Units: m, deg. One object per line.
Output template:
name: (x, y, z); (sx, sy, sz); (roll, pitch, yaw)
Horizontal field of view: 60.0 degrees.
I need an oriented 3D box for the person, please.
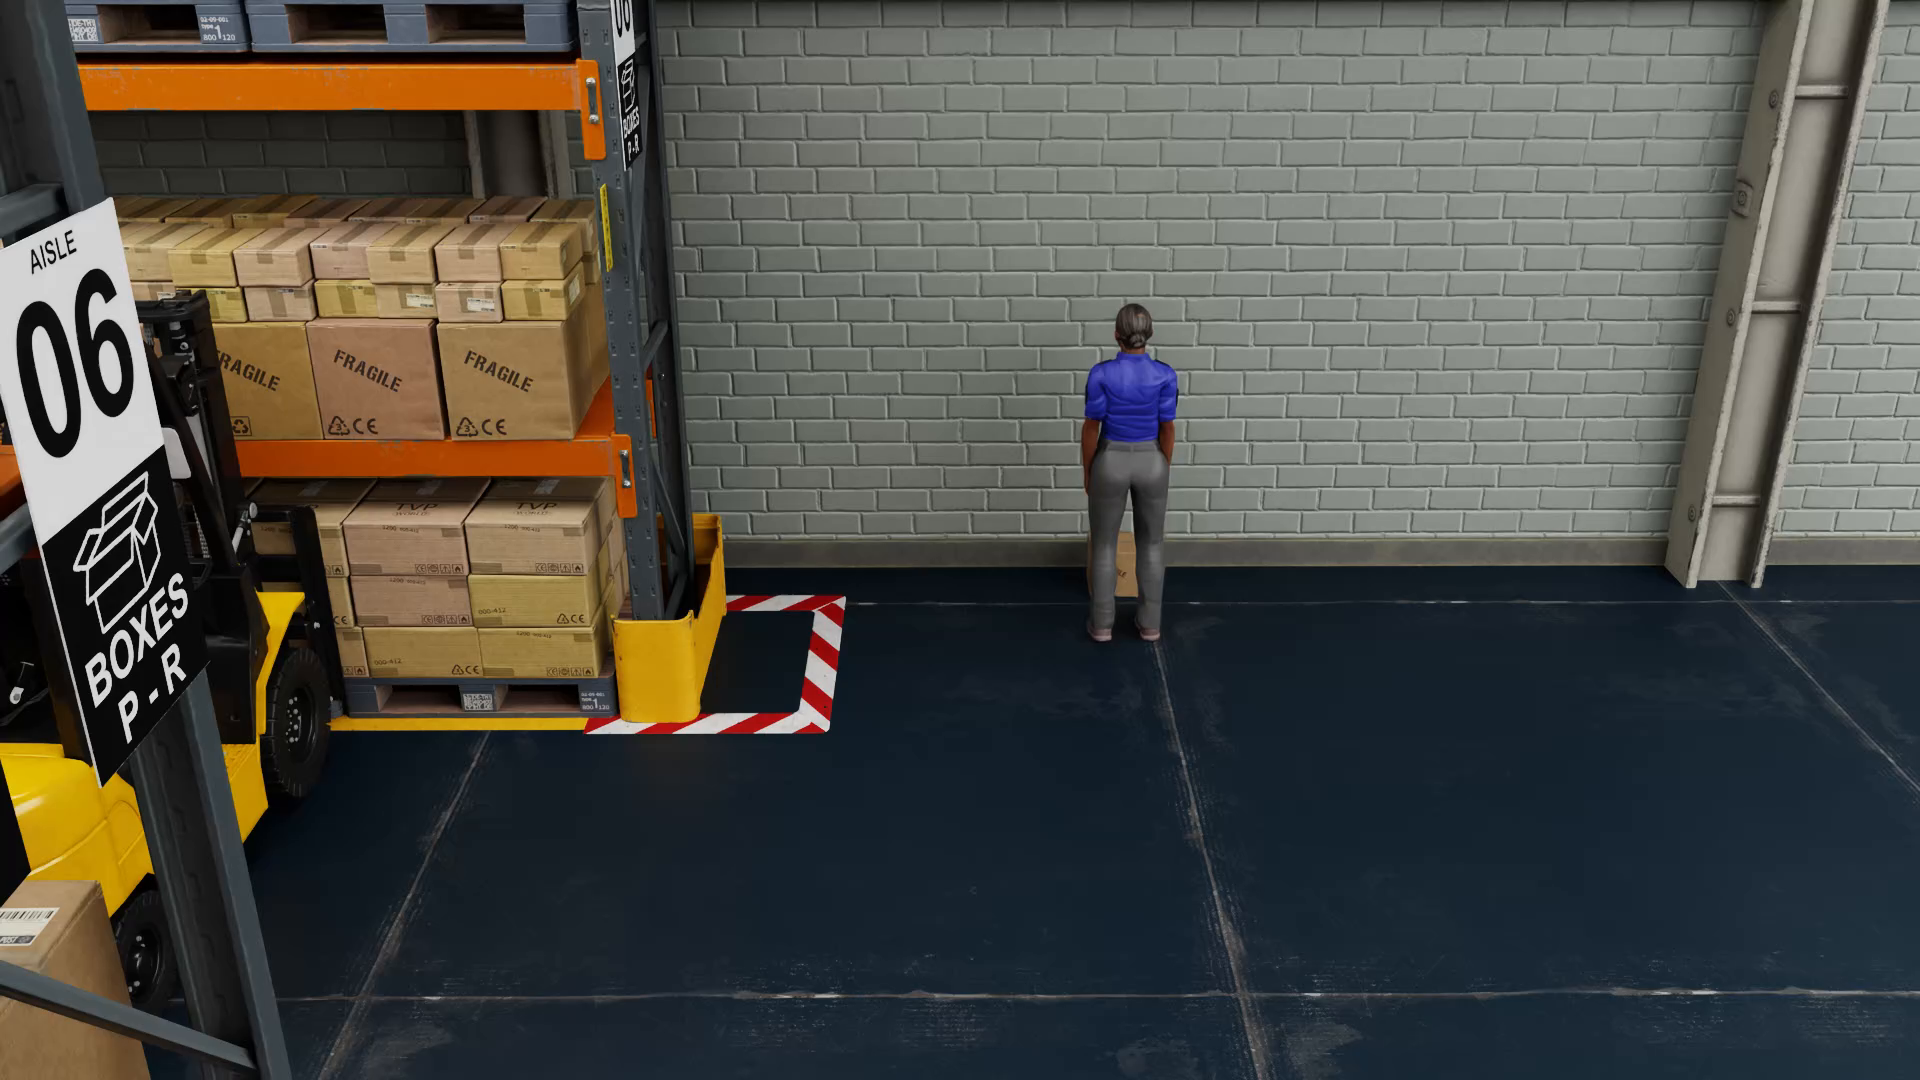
person: (0.785, -0.256, 7.826); (0.426, 1.568, 0.307); (0, 24, 1)
